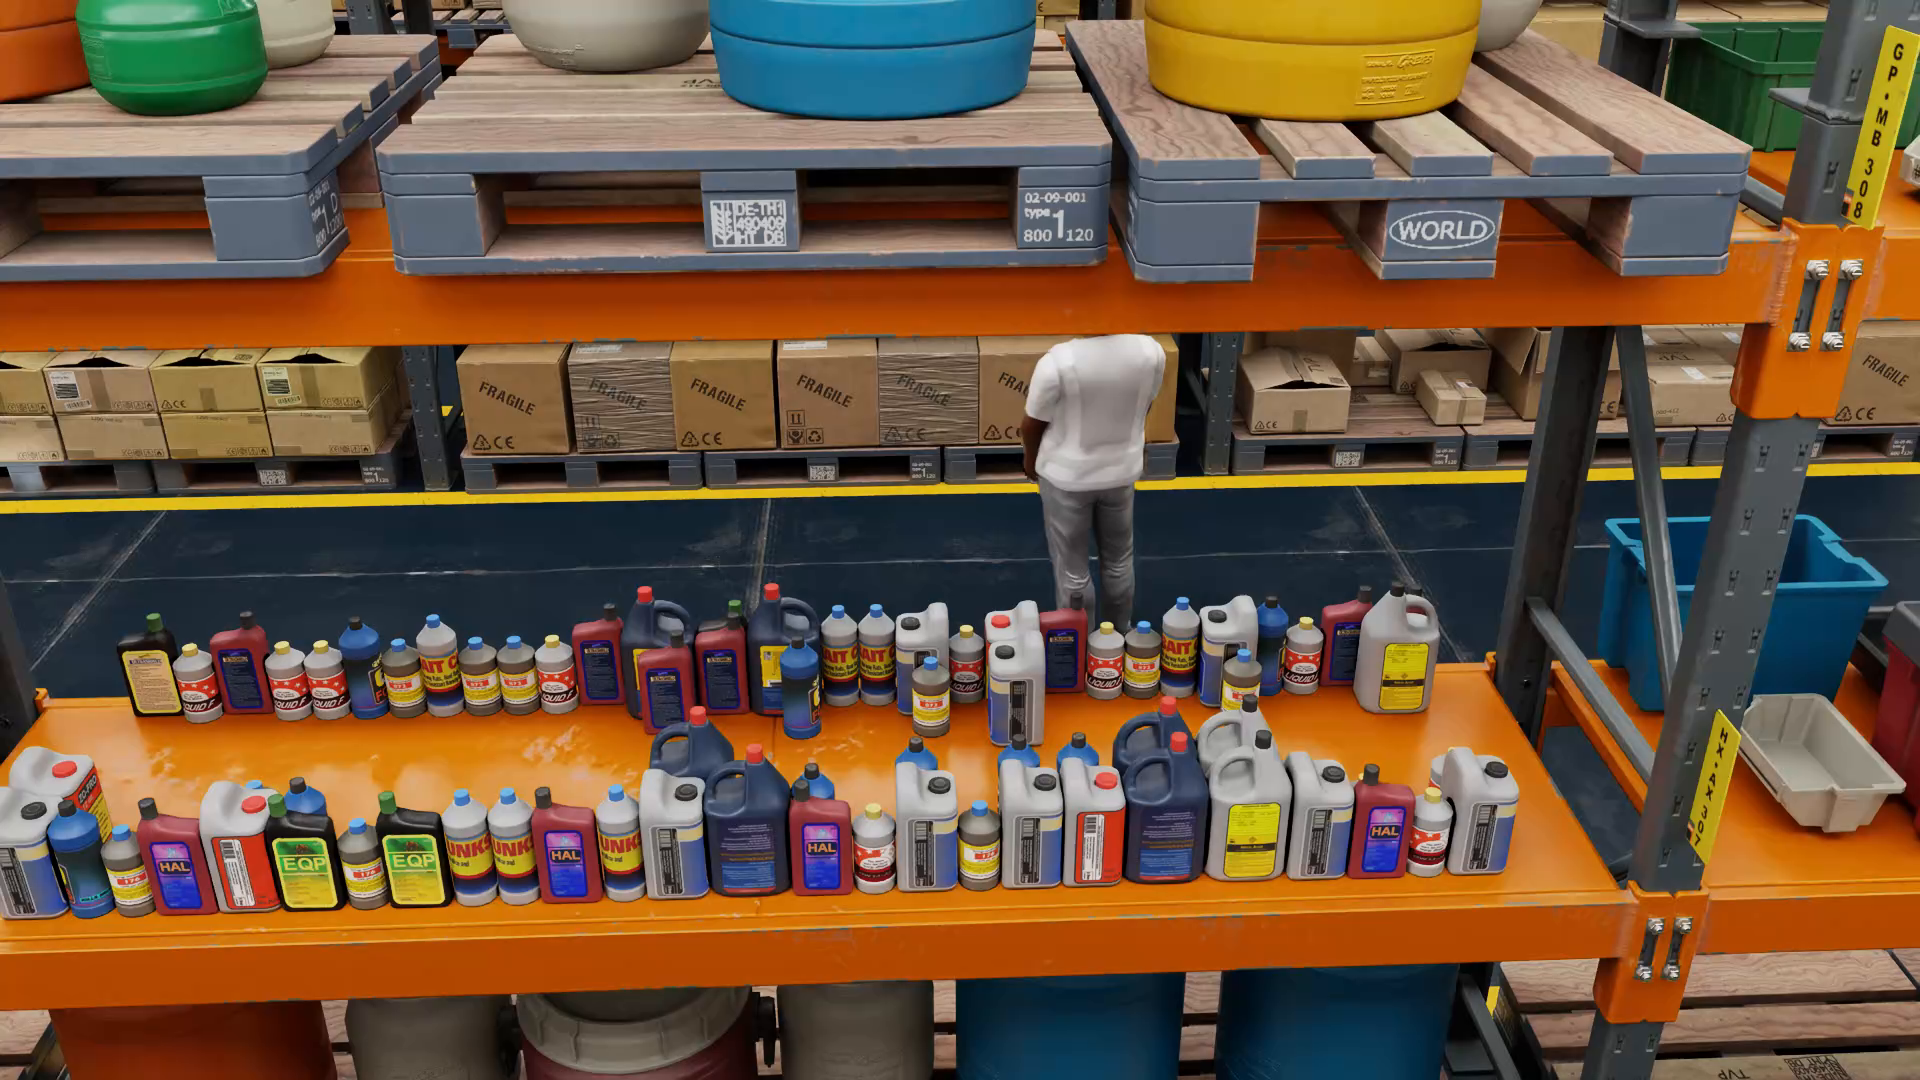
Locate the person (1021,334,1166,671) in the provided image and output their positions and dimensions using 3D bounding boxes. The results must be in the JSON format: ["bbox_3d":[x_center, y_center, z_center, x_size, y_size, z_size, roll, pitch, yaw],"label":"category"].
[{"bbox_3d":[0.508,-0.288,6.632,0.583,1.773,0.496,-9,29,-16],"label":"person"}]
